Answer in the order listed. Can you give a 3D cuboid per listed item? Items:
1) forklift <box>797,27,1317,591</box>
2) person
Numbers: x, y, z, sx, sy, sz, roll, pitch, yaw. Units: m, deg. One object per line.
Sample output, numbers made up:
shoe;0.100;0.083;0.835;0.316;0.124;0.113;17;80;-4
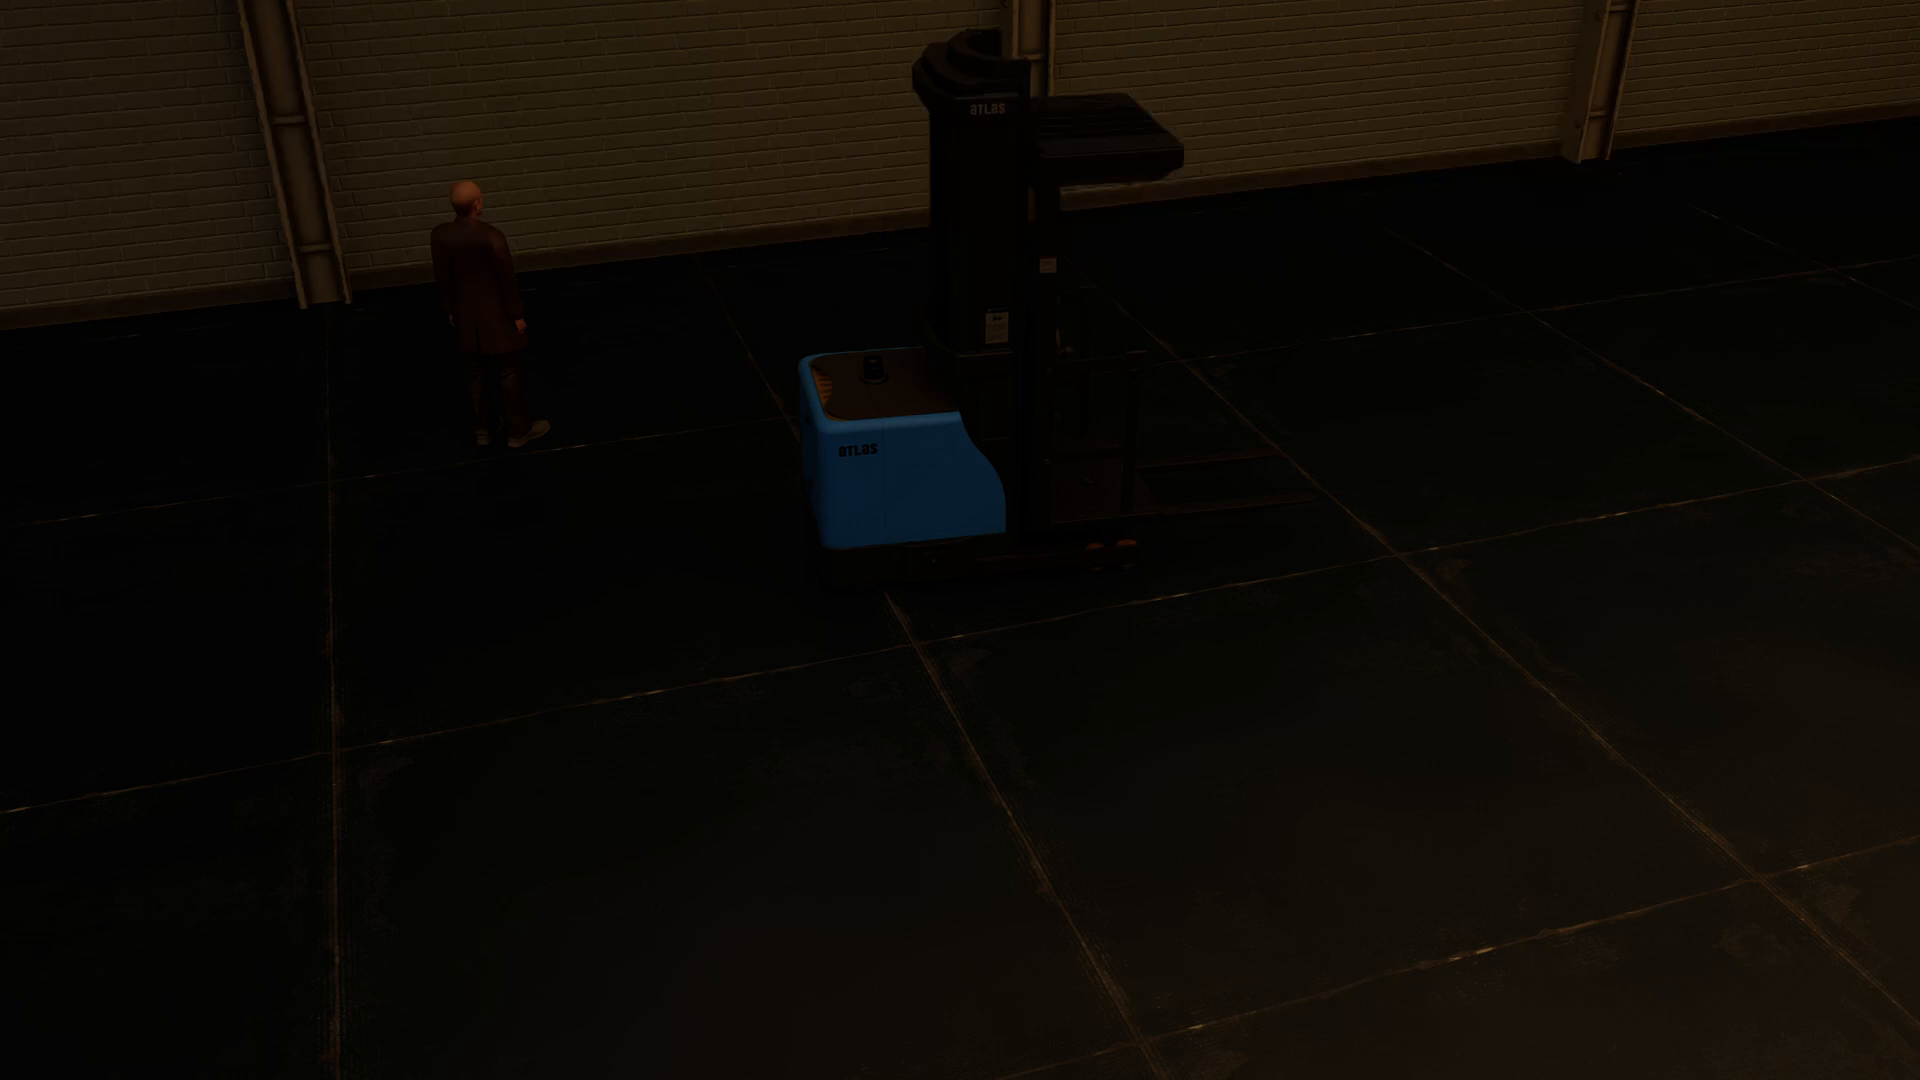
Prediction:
forklift;0.603;-1.340;9.416;3.031;2.935;1.130;-6;30;-10
person;-3.066;-1.475;10.801;0.563;1.783;0.384;7;31;13
